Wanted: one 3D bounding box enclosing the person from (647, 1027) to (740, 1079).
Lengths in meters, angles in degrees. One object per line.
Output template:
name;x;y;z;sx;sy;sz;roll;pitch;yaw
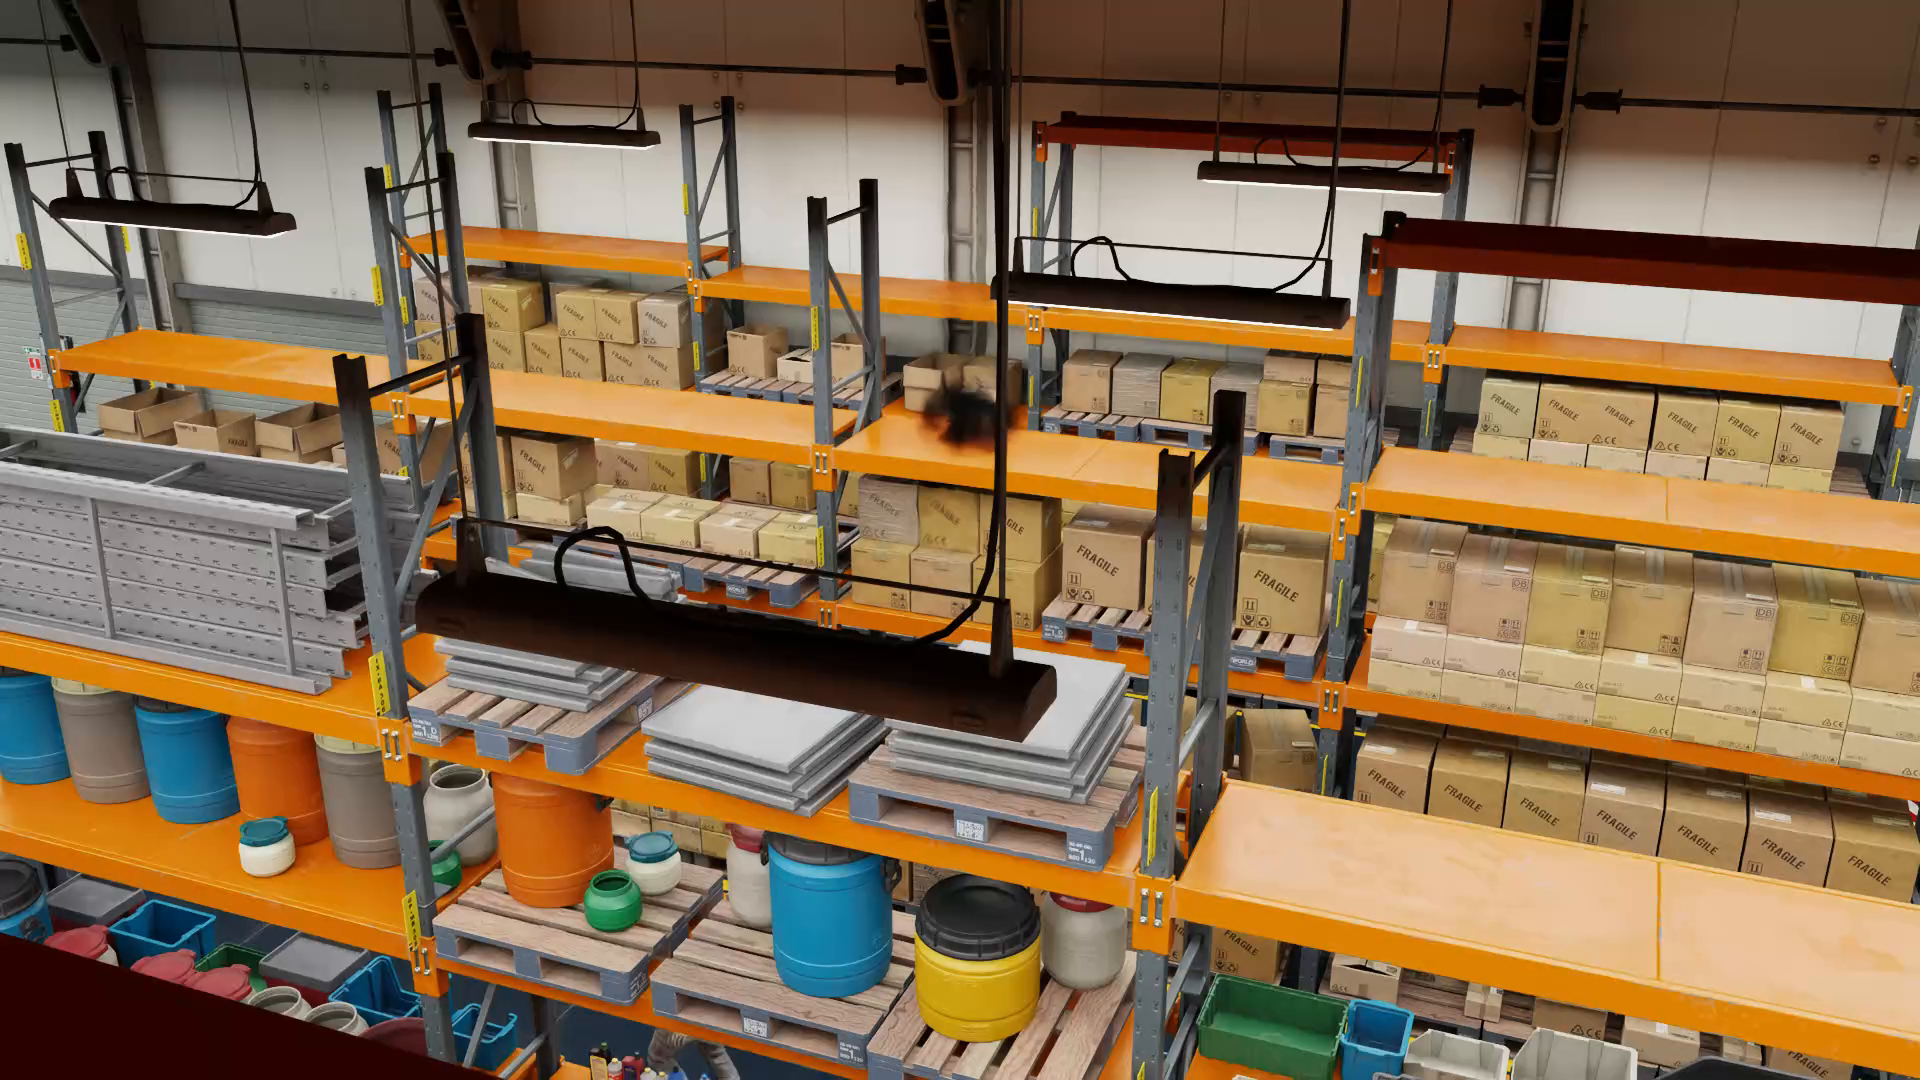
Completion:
person;-1.826;3.144;10.973;0.780;1.835;0.662;7;22;18
